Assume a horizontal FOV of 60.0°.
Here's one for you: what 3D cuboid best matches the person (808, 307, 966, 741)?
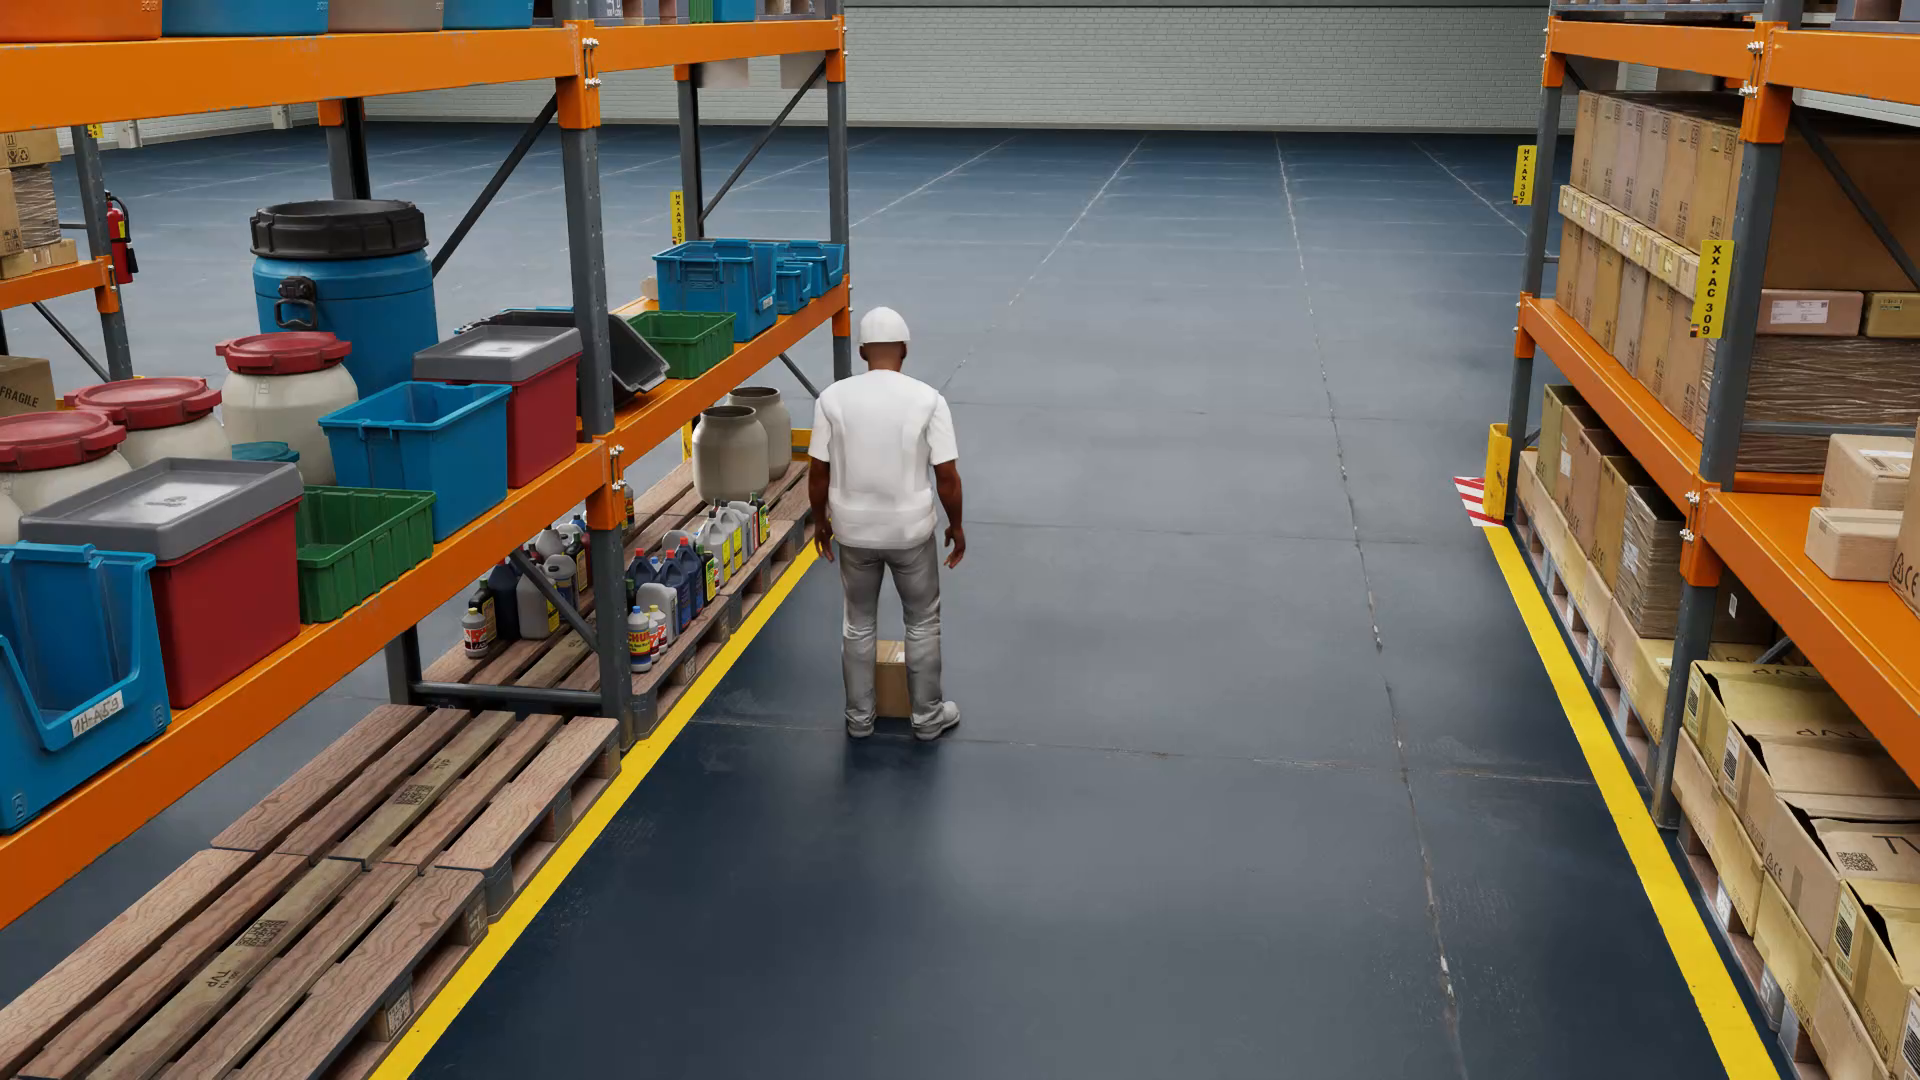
[{"bbox_3d":[-0.290,-0.053,6.686,0.628,1.761,0.457,3,18,9],"label":"person"}]
